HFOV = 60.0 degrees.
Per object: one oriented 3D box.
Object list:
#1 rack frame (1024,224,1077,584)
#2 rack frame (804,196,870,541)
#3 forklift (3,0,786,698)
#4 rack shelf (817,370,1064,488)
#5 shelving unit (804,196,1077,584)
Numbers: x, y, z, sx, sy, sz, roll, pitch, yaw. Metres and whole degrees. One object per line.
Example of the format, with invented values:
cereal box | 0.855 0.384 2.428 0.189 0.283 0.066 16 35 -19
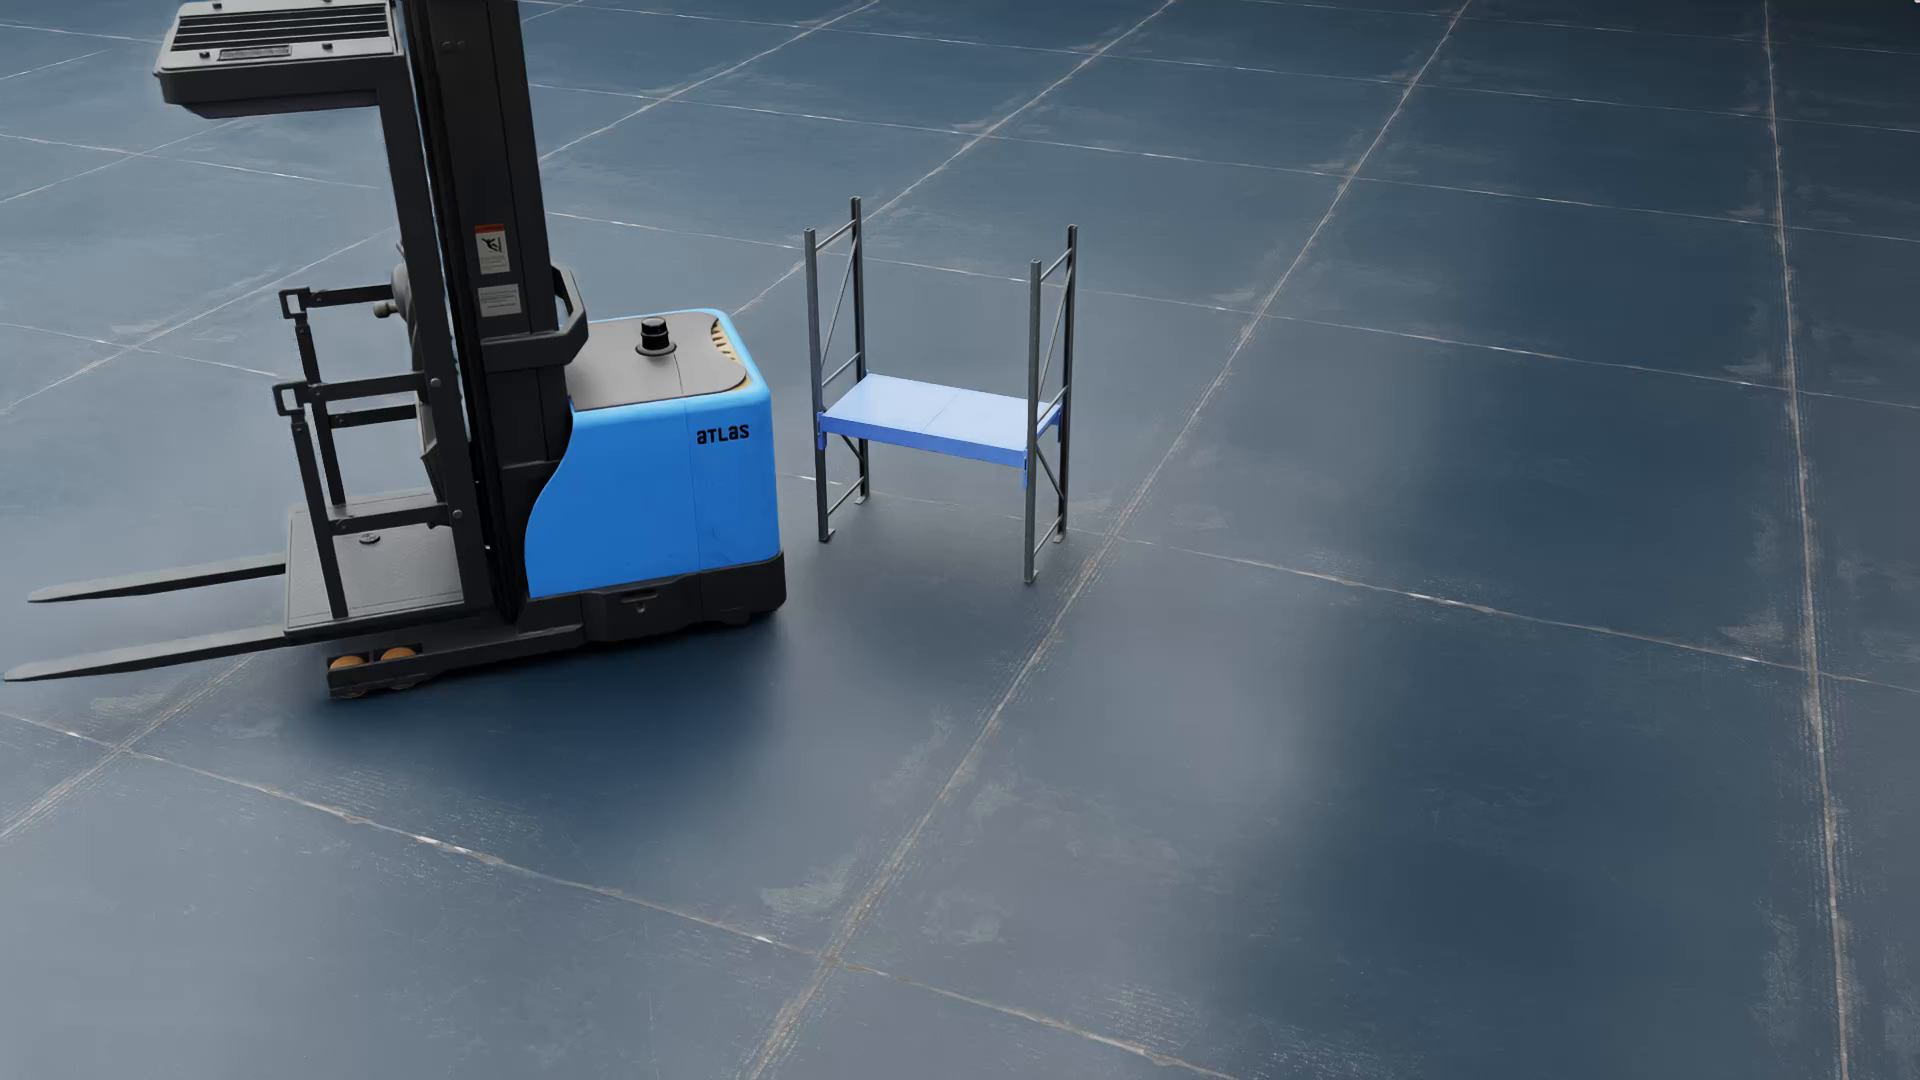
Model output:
rack frame | 0.392 -0.575 7.242 0.032 1.500 0.500 11 31 19
rack frame | -0.550 -0.763 7.575 0.032 1.500 0.500 11 31 19
forklift | -2.323 -0.937 6.429 3.031 2.935 1.130 -9 31 -16
rack shelf | -0.079 -0.512 7.497 1.000 0.185 0.538 11 31 19
shelving unit | -0.079 -0.669 7.409 1.048 1.500 0.538 11 31 19
